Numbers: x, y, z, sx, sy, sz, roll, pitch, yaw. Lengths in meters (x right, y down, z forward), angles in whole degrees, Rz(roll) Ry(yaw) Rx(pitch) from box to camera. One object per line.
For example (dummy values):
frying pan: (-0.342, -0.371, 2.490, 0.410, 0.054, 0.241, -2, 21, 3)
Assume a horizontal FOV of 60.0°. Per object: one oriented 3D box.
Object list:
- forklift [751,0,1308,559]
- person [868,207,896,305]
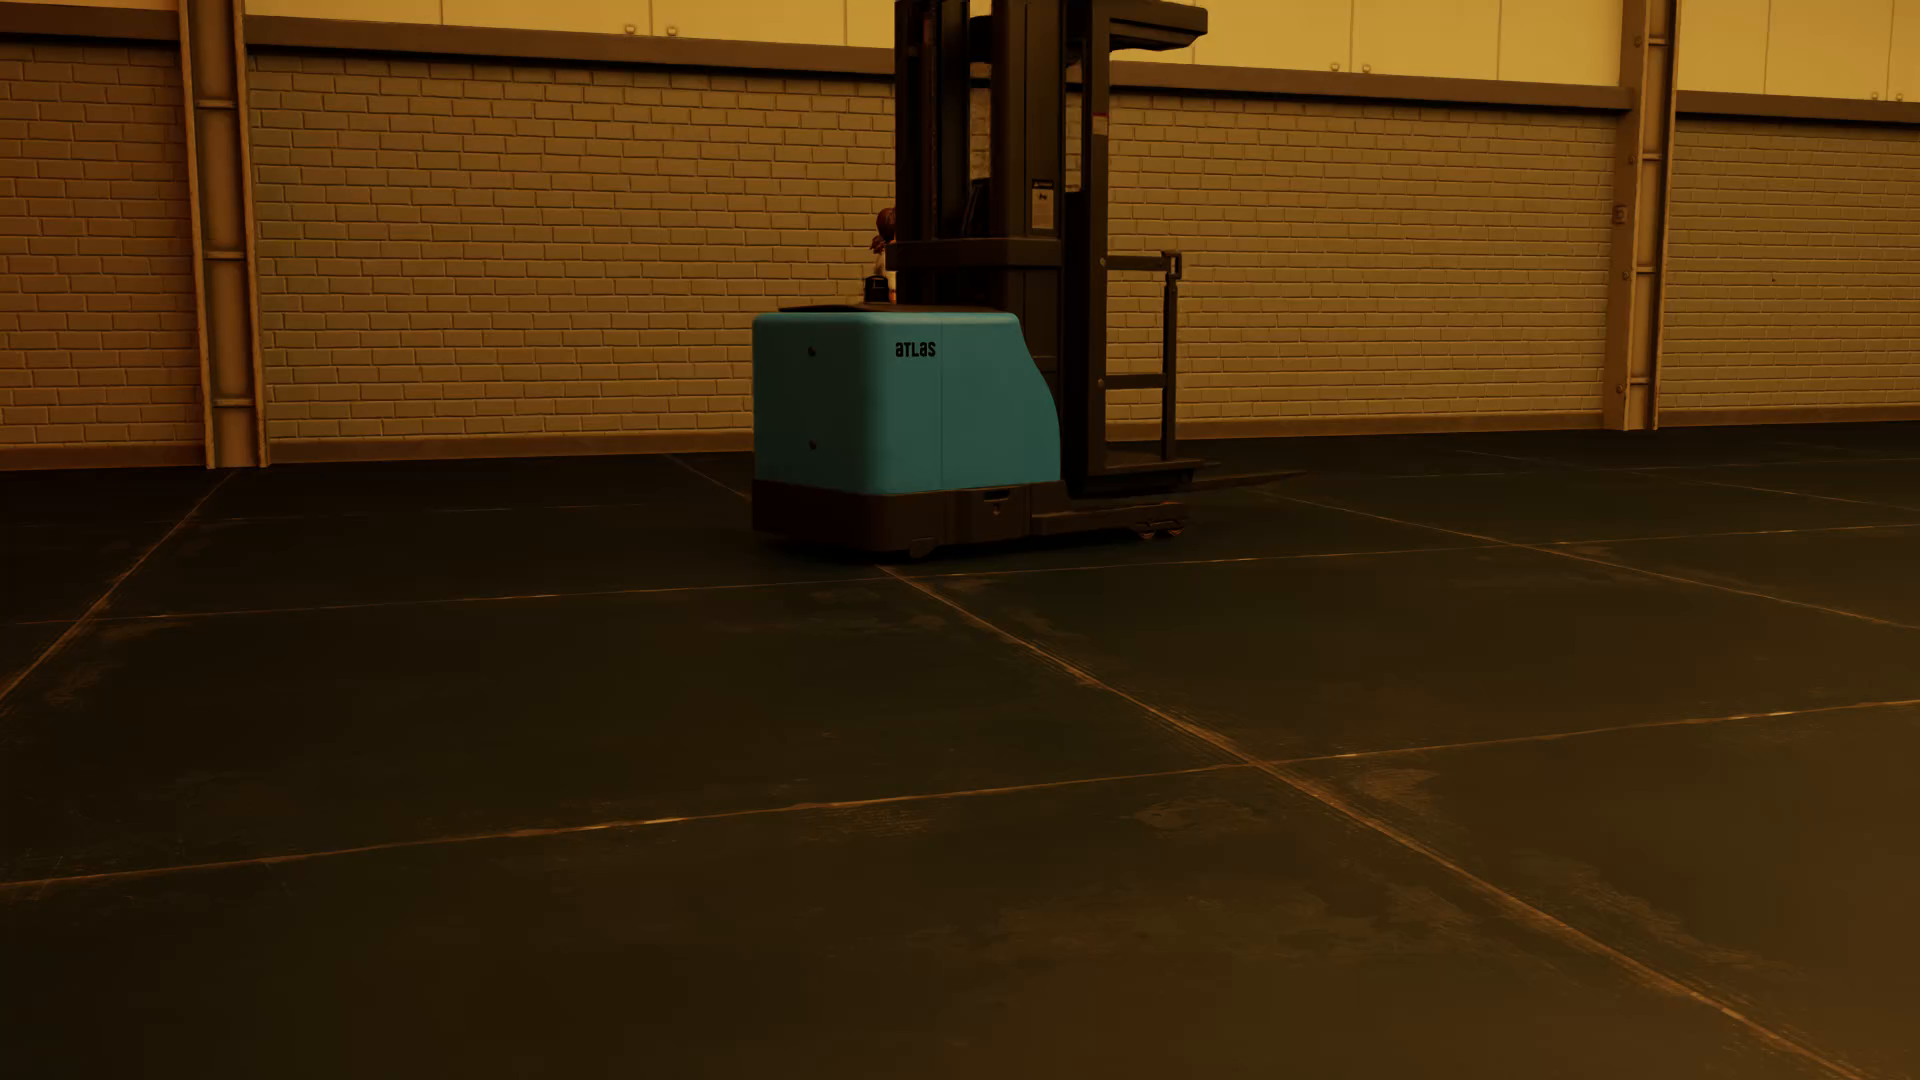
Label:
forklift: (0.493, -1.508, 8.138, 3.031, 2.935, 1.130, -6, 10, -38)
person: (-0.269, -1.075, 9.601, 0.516, 1.679, 0.543, -1, 8, -9)
